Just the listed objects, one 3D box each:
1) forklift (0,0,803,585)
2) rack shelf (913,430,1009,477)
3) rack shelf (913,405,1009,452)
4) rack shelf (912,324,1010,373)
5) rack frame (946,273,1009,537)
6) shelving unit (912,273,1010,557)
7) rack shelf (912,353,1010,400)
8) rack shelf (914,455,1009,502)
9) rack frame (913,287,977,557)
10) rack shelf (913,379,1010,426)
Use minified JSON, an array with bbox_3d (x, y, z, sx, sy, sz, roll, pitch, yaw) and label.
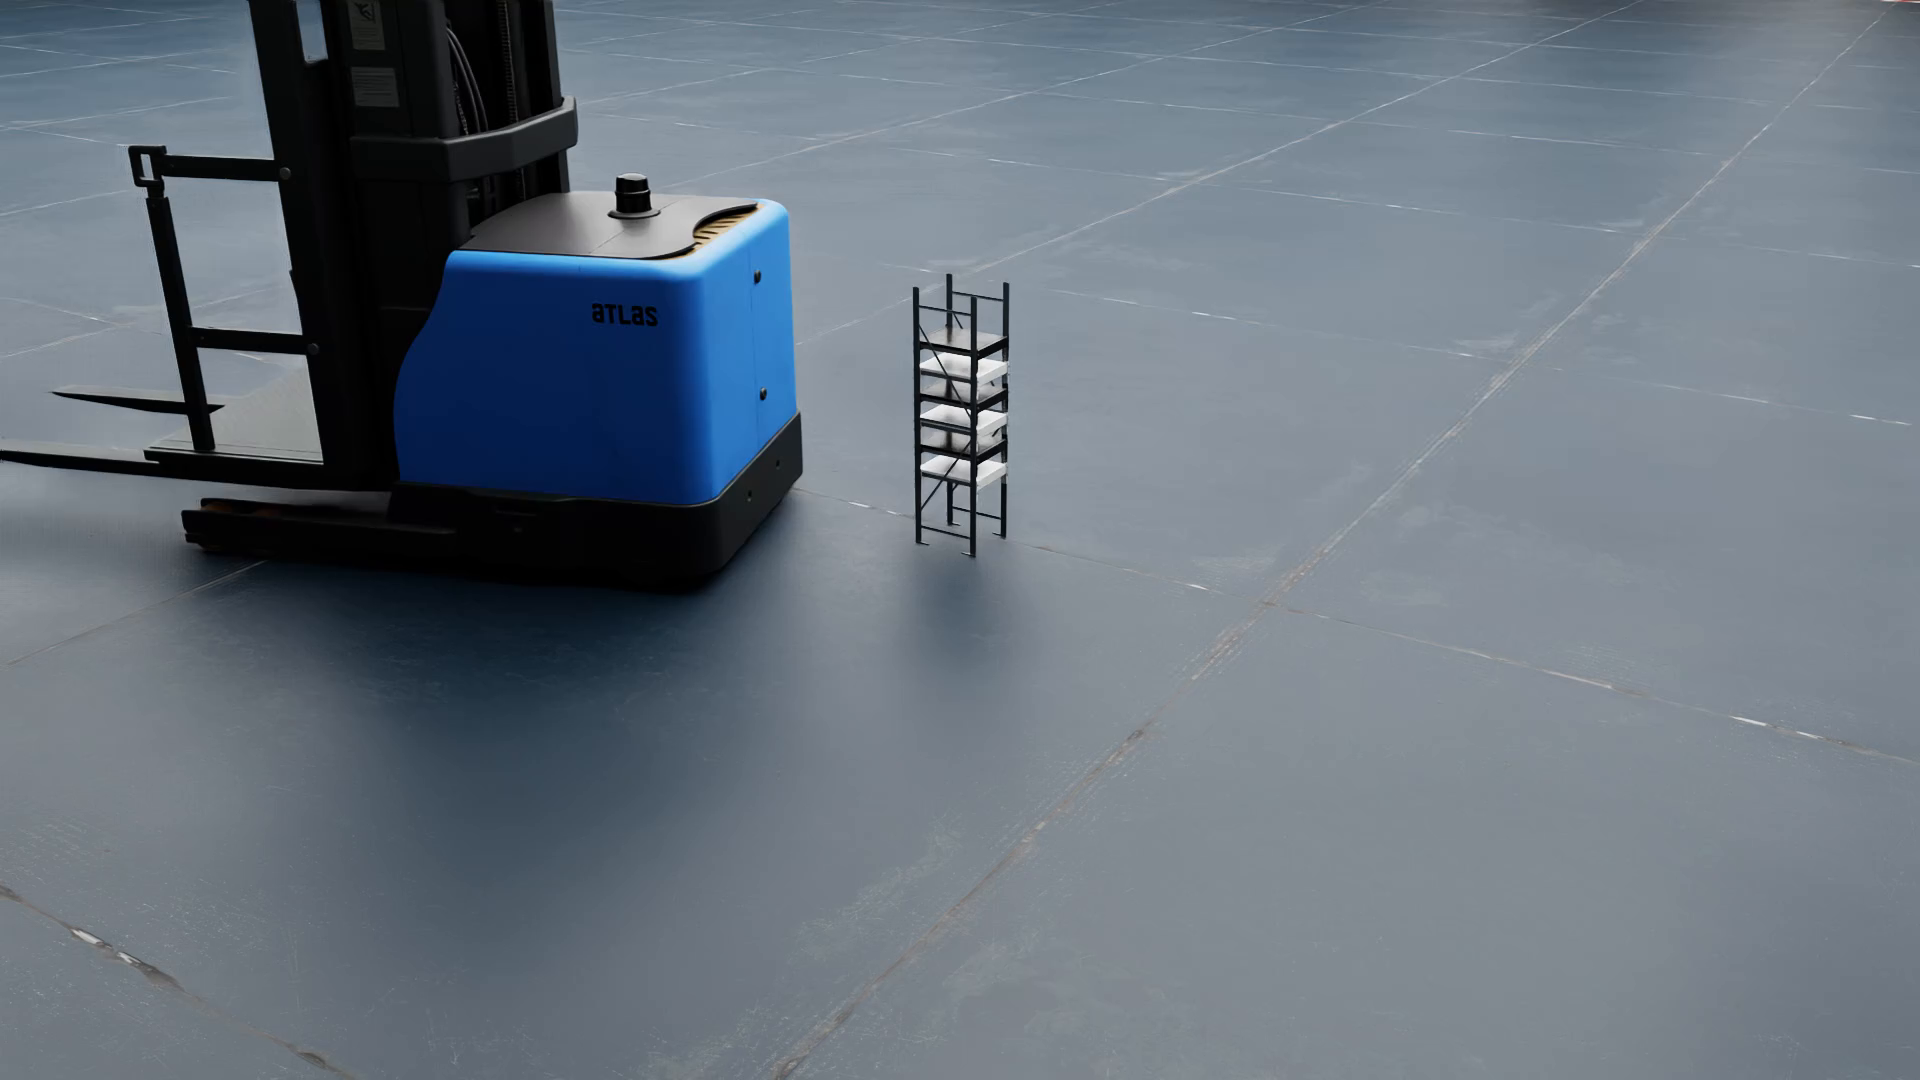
[{"bbox_3d":[-2.152,-1.487,5.496,3.031,2.935,1.130,5,24,11],"label":"forklift"},{"bbox_3d":[0.004,-0.303,5.627,0.258,0.077,0.200,14,27,29],"label":"rack shelf"},{"bbox_3d":[0.004,-0.385,5.591,0.258,0.077,0.200,14,27,29],"label":"rack shelf"},{"bbox_3d":[0.004,-0.633,5.484,0.258,0.077,0.200,14,27,29],"label":"rack shelf"},{"bbox_3d":[0.058,-0.450,5.657,0.240,0.900,0.006,14,27,29],"label":"rack frame"},{"bbox_3d":[0.004,-0.416,5.578,0.258,0.900,0.210,14,27,29],"label":"shelving unit"},{"bbox_3d":[0.004,-0.550,5.519,0.258,0.077,0.200,14,27,29],"label":"rack shelf"},{"bbox_3d":[0.004,-0.220,5.662,0.258,0.077,0.200,14,27,29],"label":"rack shelf"},{"bbox_3d":[-0.049,-0.381,5.498,0.240,0.900,0.006,14,27,29],"label":"rack frame"},{"bbox_3d":[0.004,-0.468,5.555,0.258,0.077,0.200,14,27,29],"label":"rack shelf"}]
